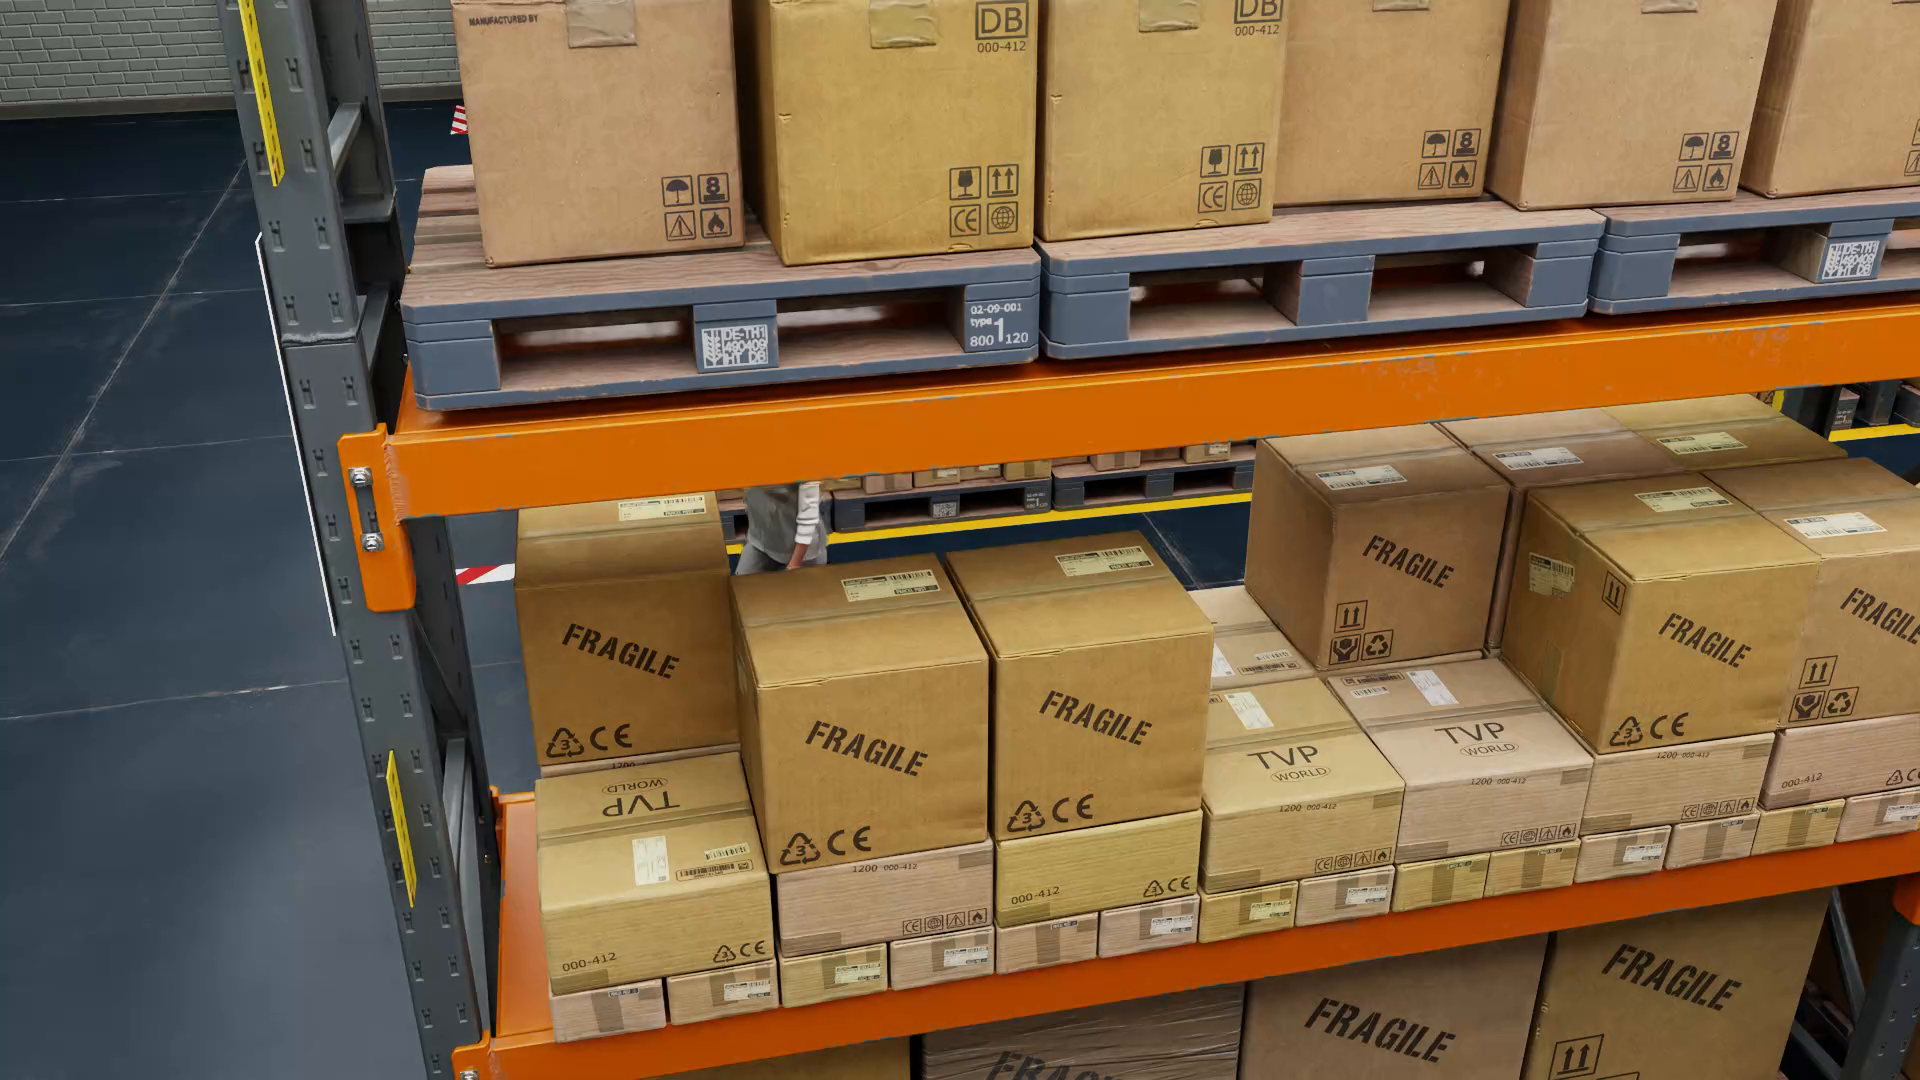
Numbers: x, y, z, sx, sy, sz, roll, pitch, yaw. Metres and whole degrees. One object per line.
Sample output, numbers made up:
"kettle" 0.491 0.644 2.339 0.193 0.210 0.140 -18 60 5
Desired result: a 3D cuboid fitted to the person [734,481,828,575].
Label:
"person" -0.732 0.053 7.032 0.459 1.645 0.523 20 33 34
